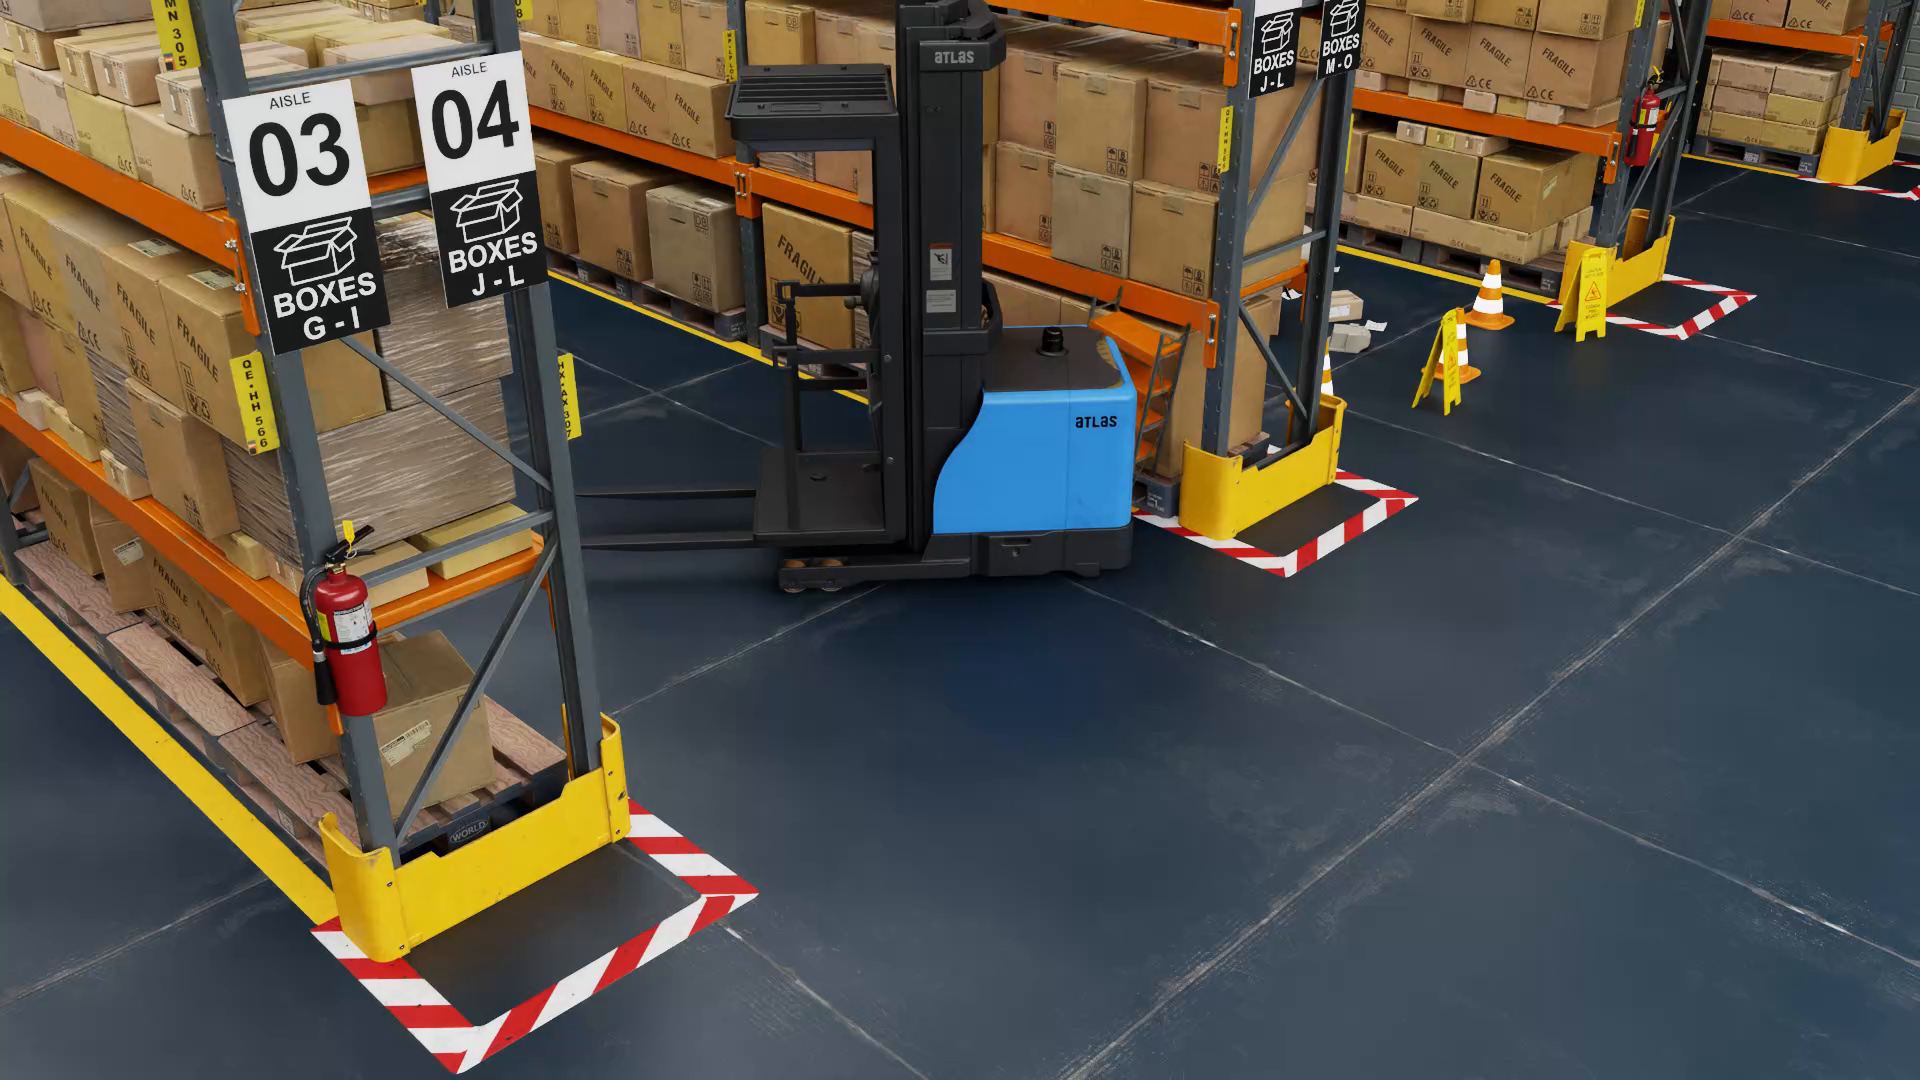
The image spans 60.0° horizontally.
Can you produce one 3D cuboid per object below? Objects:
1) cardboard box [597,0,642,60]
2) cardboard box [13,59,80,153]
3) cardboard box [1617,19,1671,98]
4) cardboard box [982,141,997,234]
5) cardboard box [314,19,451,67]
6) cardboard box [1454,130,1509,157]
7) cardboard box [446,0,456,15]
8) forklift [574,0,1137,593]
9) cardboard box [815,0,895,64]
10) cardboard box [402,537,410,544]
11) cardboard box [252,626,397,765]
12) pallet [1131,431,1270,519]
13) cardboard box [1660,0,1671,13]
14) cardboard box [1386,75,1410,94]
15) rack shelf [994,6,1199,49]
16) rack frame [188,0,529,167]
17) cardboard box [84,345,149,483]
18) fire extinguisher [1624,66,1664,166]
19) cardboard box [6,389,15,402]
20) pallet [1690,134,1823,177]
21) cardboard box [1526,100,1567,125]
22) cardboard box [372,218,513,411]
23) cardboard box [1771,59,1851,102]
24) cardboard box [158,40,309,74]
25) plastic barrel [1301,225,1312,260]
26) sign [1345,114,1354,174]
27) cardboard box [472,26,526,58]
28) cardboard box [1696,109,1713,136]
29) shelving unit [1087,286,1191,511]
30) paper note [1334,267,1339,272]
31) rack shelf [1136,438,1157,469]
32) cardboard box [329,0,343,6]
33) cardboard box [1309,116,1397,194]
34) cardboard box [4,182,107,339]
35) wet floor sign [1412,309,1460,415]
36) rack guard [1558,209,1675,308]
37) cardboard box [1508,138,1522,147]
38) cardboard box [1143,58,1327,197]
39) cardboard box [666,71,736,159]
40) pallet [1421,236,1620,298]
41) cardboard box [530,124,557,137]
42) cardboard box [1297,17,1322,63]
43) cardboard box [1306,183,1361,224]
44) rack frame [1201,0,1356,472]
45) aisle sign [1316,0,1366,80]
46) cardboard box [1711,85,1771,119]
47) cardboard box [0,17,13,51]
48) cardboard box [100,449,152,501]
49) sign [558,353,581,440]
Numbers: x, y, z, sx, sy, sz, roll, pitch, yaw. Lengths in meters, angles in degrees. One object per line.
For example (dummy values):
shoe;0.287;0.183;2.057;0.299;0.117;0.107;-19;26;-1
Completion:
cardboard box;-2.215;-3.852;12.171;0.500;0.500;0.700;25;37;39
cardboard box;-3.065;-1.621;6.048;0.500;0.250;0.500;-24;36;-38
cardboard box;4.979;-3.666;12.573;0.500;0.500;0.500;24;36;38
cardboard box;0.302;-2.296;10.233;0.500;0.550;0.875;25;36;38
cardboard box;-1.977;-1.676;5.724;0.380;0.149;0.250;-24;36;-38
cardboard box;4.059;-3.104;12.931;0.380;0.149;0.250;-24;36;-38
cardboard box;-4.185;-4.609;14.291;0.380;0.149;0.250;-23;36;-37
forklift;-0.627;-1.276;8.528;3.031;2.935;1.130;-2;28;-4
cardboard box;-0.416;-3.145;10.687;0.550;0.550;0.875;25;36;38
cardboard box;-2.027;-0.104;6.494;0.250;0.149;0.380;25;36;38
cardboard box;-2.710;0.572;7.173;0.500;0.500;0.500;-15;31;-27
pallet;1.099;-0.569;10.105;1.213;0.211;1.003;25;36;38
cardboard box;6.969;-5.510;16.398;0.500;0.500;0.500;25;37;39
cardboard box;3.629;-3.689;13.312;0.250;0.149;0.380;25;36;38
rack shelf;0.844;-4.883;16.087;4.000;0.370;1.077;25;36;38
rack frame;-1.826;-2.610;4.545;0.127;3.000;1.000;25;36;38
cardboard box;-2.966;-0.620;6.780;0.500;0.500;0.875;25;36;38
fire extinguisher;4.880;-3.019;11.852;0.183;0.674;0.296;25;36;38
cardboard box;-4.184;-0.742;7.709;0.250;0.149;0.380;25;36;38
pallet;8.025;-3.894;16.428;1.213;0.211;1.003;25;36;38
cardboard box;4.447;-3.230;12.439;0.250;0.149;0.380;24;36;38
cardboard box;-2.027;-0.843;6.130;0.500;0.500;0.500;25;36;38
cardboard box;8.052;-4.350;15.730;0.500;0.250;0.500;-24;36;-38
cardboard box;-2.346;-1.504;5.396;0.250;0.149;0.380;23;36;37
plastic barrel;2.588;-2.275;13.122;0.512;0.421;0.421;-3;28;-5
sign;2.117;-2.169;9.136;0.005;0.325;0.100;25;36;38
cardboard box;-3.486;-3.822;13.187;0.500;0.500;0.500;24;36;38
cardboard box;7.344;-4.241;16.596;0.500;0.250;0.500;-25;37;-39
shelving unit;0.902;-0.757;9.318;0.258;1.200;0.503;-25;47;-39
paper note;2.964;-2.177;13.356;0.148;0.019;0.142;12;30;22
rack shelf;0.867;-0.541;9.470;0.258;0.148;0.480;-25;47;-39
cardboard box;-5.212;-4.648;14.366;0.250;0.149;0.380;25;36;38
cardboard box;3.260;-3.227;13.862;0.500;0.500;0.500;-23;35;-37
cardboard box;-3.457;-1.162;6.736;0.500;0.500;0.500;25;36;38
wet floor sign;3.132;-1.174;10.789;0.232;0.644;0.267;18;33;30
rack guard;5.068;-2.162;12.825;0.348;0.500;1.175;25;36;38
cardboard box;4.347;-3.076;13.575;0.500;0.500;0.500;23;35;37
cardboard box;1.486;-2.246;8.978;0.550;0.550;0.875;25;36;38
cardboard box;-1.688;-2.999;11.623;0.500;0.500;0.500;24;36;38
pallet;4.513;-2.311;13.419;1.213;0.211;1.003;25;36;38
cardboard box;-3.610;-3.140;13.965;0.750;0.750;1.050;24;36;38
cardboard box;3.111;-4.165;13.520;0.500;0.500;0.500;24;36;38
cardboard box;3.270;-2.893;14.032;0.500;0.250;0.500;24;36;38
rack frame;1.724;-1.568;9.009;0.127;3.000;1.000;25;36;38
aisle sign;1.984;-2.795;8.550;0.004;0.787;0.394;25;36;38
cardboard box;7.683;-4.305;16.180;0.500;0.250;0.500;24;36;38
cardboard box;-3.328;-1.912;6.172;0.250;0.149;0.380;22;35;36
cardboard box;-3.317;-0.323;6.911;0.250;0.149;0.380;25;36;38
sign;-1.446;-0.518;6.083;0.005;0.325;0.100;25;36;38
